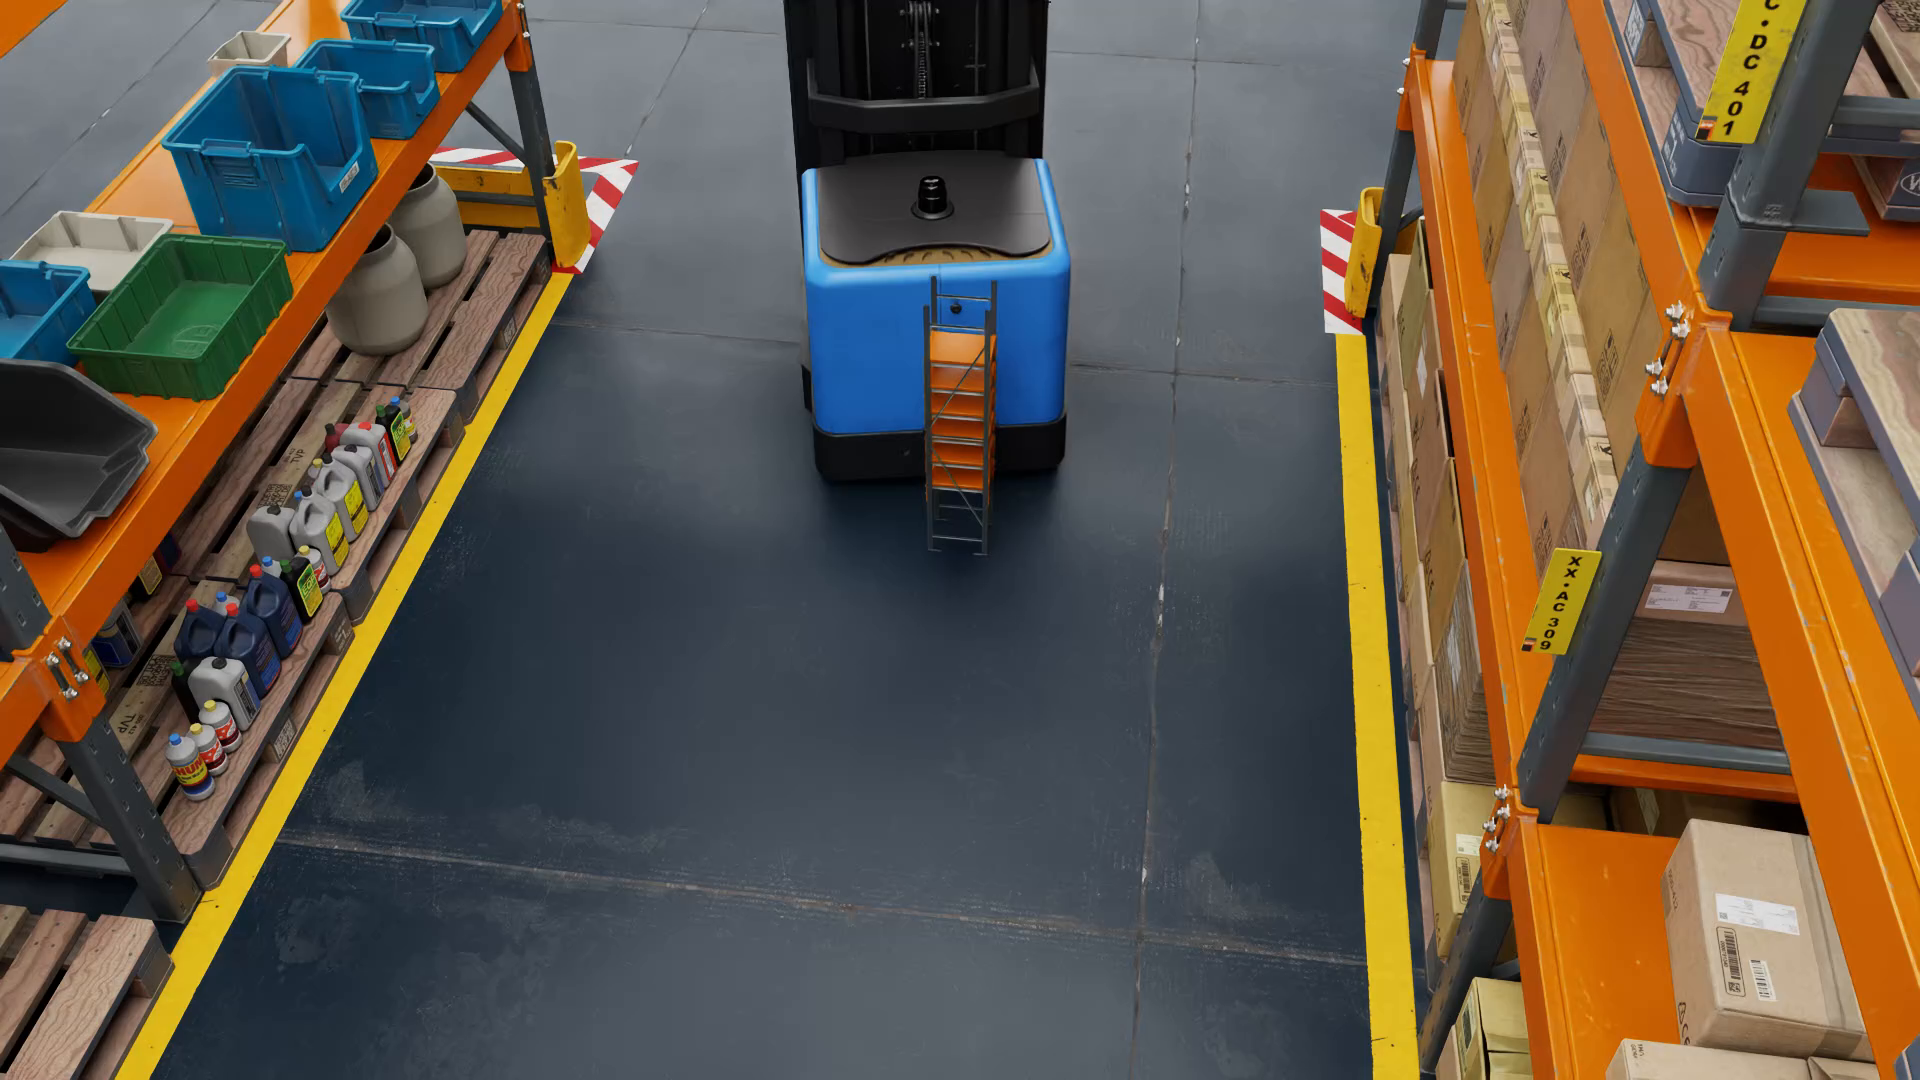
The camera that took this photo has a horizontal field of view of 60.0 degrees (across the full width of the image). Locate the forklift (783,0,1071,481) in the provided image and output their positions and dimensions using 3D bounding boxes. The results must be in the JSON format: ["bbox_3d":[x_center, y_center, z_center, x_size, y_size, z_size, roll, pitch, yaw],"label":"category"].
[{"bbox_3d":[-0.202,-2.321,7.069,1.130,2.935,3.031,-3,44,-4],"label":"forklift"}]

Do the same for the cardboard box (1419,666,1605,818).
[{"bbox_3d":[1.818,0.704,5.520,0.500,0.250,0.500,5,44,6],"label":"cardboard box"}]

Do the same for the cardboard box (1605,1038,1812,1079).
[{"bbox_3d":[1.578,1.210,3.473,0.380,0.149,0.250,5,44,6],"label":"cardboard box"}]

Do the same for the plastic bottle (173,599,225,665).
[{"bbox_3d":[-2.637,0.357,5.798,0.144,0.351,0.185,5,44,6],"label":"plastic bottle"}]

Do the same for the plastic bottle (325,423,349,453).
[{"bbox_3d":[-2.457,-0.367,6.612,0.061,0.283,0.133,5,44,6],"label":"plastic bottle"}]

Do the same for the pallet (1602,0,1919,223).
[{"bbox_3d":[1.985,-1.107,3.620,1.003,0.211,1.213,5,44,6],"label":"pallet"}]

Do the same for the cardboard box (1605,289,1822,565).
[{"bbox_3d":[1.950,-0.277,3.844,0.700,0.500,0.500,5,44,6],"label":"cardboard box"}]

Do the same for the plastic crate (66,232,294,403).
[{"bbox_3d":[-2.553,-0.742,5.506,0.450,0.188,0.662,5,44,6],"label":"plastic crate"}]

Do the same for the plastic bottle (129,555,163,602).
[{"bbox_3d":[-3.039,0.083,6.136,0.061,0.283,0.133,5,44,6],"label":"plastic bottle"}]

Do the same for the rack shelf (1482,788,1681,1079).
[{"bbox_3d":[1.633,2.158,2.813,1.077,0.370,4.000,5,44,6],"label":"rack shelf"}]

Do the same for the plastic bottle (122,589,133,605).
[{"bbox_3d":[-3.144,0.067,6.104,0.144,0.351,0.185,5,44,5],"label":"plastic bottle"}]

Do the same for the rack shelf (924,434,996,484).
[{"bbox_3d":[0.002,-0.326,6.461,0.258,0.103,0.180,5,44,6],"label":"rack shelf"}]

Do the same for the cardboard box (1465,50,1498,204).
[{"bbox_3d":[2.287,-1.553,6.136,0.700,0.500,0.500,6,44,7],"label":"cardboard box"}]

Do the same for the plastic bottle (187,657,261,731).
[{"bbox_3d":[-2.520,0.510,5.691,0.152,0.276,0.135,7,44,7],"label":"plastic bottle"}]

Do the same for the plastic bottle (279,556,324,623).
[{"bbox_3d":[-2.406,0.158,6.058,0.061,0.283,0.133,7,44,7],"label":"plastic bottle"}]

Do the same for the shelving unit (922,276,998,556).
[{"bbox_3d":[0.002,-0.446,6.348,0.258,1.200,0.189,5,44,6],"label":"shelving unit"}]

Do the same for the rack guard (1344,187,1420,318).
[{"bbox_3d":[2.429,-1.301,7.761,1.175,0.500,0.348,5,44,6],"label":"rack guard"}]

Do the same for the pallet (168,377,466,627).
[{"bbox_3d":[-2.723,-0.194,6.802,1.003,0.211,1.213,5,44,6],"label":"pallet"}]

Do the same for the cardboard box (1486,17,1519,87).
[{"bbox_3d":[2.059,-1.695,5.814,0.380,0.149,0.250,5,44,5],"label":"cardboard box"}]

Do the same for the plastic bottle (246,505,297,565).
[{"bbox_3d":[-2.563,-0.017,6.247,0.152,0.276,0.135,5,44,6],"label":"plastic bottle"}]

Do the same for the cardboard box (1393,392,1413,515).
[{"bbox_3d":[2.006,-0.319,6.600,0.500,0.250,0.500,5,44,6],"label":"cardboard box"}]

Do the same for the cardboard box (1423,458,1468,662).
[{"bbox_3d":[1.882,0.090,5.622,0.500,0.500,0.500,5,44,6],"label":"cardboard box"}]

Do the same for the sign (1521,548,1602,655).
[{"bbox_3d":[1.347,0.141,3.732,0.100,0.325,0.005,5,44,6],"label":"sign"}]

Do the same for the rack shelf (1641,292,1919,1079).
[{"bbox_3d":[1.633,1.069,1.781,1.077,0.370,4.000,5,44,6],"label":"rack shelf"}]

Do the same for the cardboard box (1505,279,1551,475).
[{"bbox_3d":[2.083,-0.507,5.031,0.700,0.500,0.500,6,44,6],"label":"cardboard box"}]

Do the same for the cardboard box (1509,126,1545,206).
[{"bbox_3d":[1.957,-1.169,5.258,0.380,0.149,0.250,6,44,6],"label":"cardboard box"}]

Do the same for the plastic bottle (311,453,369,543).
[{"bbox_3d":[-2.388,-0.175,6.359,0.144,0.351,0.185,7,44,7],"label":"plastic bottle"}]

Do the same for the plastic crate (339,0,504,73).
[{"bbox_3d":[-2.253,-2.223,7.024,0.499,0.251,0.616,5,44,6],"label":"plastic crate"}]

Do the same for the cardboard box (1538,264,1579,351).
[{"bbox_3d":[1.857,-0.636,4.696,0.380,0.149,0.250,5,44,5],"label":"cardboard box"}]

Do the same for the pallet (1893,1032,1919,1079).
[{"bbox_3d":[1.515,1.006,1.462,1.003,0.211,1.213,7,44,7],"label":"pallet"}]

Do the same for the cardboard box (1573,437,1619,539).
[{"bbox_3d":[1.756,-0.111,4.141,0.380,0.149,0.250,4,44,5],"label":"cardboard box"}]

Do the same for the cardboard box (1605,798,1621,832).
[{"bbox_3d":[2.259,1.091,5.111,0.500,0.250,0.500,5,44,6],"label":"cardboard box"}]

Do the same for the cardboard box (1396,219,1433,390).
[{"bbox_3d":[2.071,-0.933,6.702,0.500,0.500,0.500,5,44,6],"label":"cardboard box"}]

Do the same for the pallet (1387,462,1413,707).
[{"bbox_3d":[2.203,0.174,6.413,1.003,0.211,1.213,5,44,6],"label":"pallet"}]

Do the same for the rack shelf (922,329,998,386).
[{"bbox_3d":[0.002,-0.675,6.131,0.258,0.103,0.180,5,44,6],"label":"rack shelf"}]

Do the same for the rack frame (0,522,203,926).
[{"bbox_3d":[-3.012,0.081,4.483,1.000,3.000,0.127,5,44,6],"label":"rack frame"}]

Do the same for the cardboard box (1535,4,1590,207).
[{"bbox_3d":[2.149,-1.303,4.928,0.700,0.500,0.500,5,44,6],"label":"cardboard box"}]

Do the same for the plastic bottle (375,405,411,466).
[{"bbox_3d":[-2.289,-0.446,6.695,0.061,0.283,0.133,6,44,7],"label":"plastic bottle"}]

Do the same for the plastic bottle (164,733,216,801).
[{"bbox_3d":[-2.535,0.734,5.457,0.097,0.271,0.097,0,43,0],"label":"plastic bottle"}]

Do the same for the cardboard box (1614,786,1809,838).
[{"bbox_3d":[2.269,0.820,4.852,0.500,0.500,0.500,5,44,6],"label":"cardboard box"}]

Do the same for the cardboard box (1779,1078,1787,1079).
[{"bbox_3d":[1.710,1.378,3.040,0.500,0.500,0.500,8,44,9],"label":"cardboard box"}]
